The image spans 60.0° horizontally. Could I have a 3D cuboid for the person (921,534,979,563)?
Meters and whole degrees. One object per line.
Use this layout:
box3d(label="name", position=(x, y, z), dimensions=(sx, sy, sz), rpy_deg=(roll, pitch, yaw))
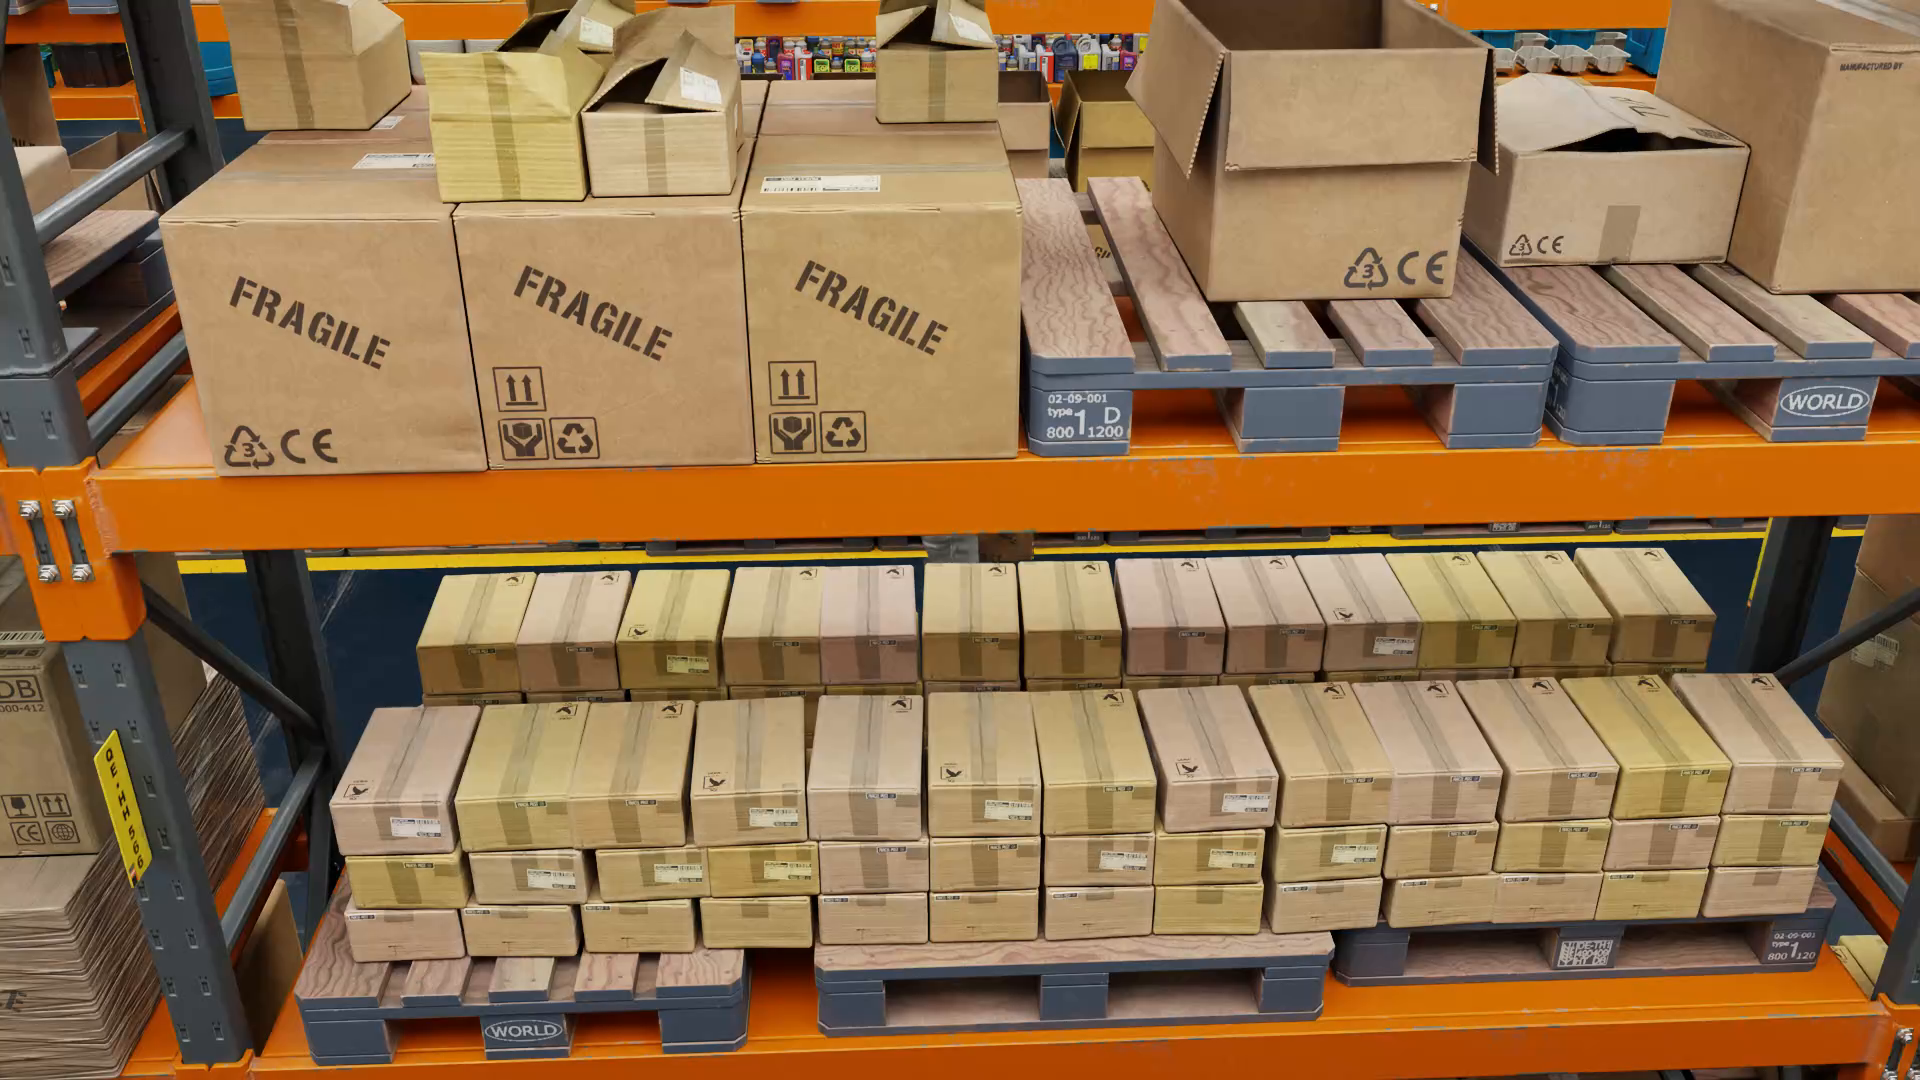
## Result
box3d(label="person", position=(-0.052, -0.186, 7.462), dimensions=(0.418, 1.672, 0.516), rpy_deg=(-2, 28, -4))
